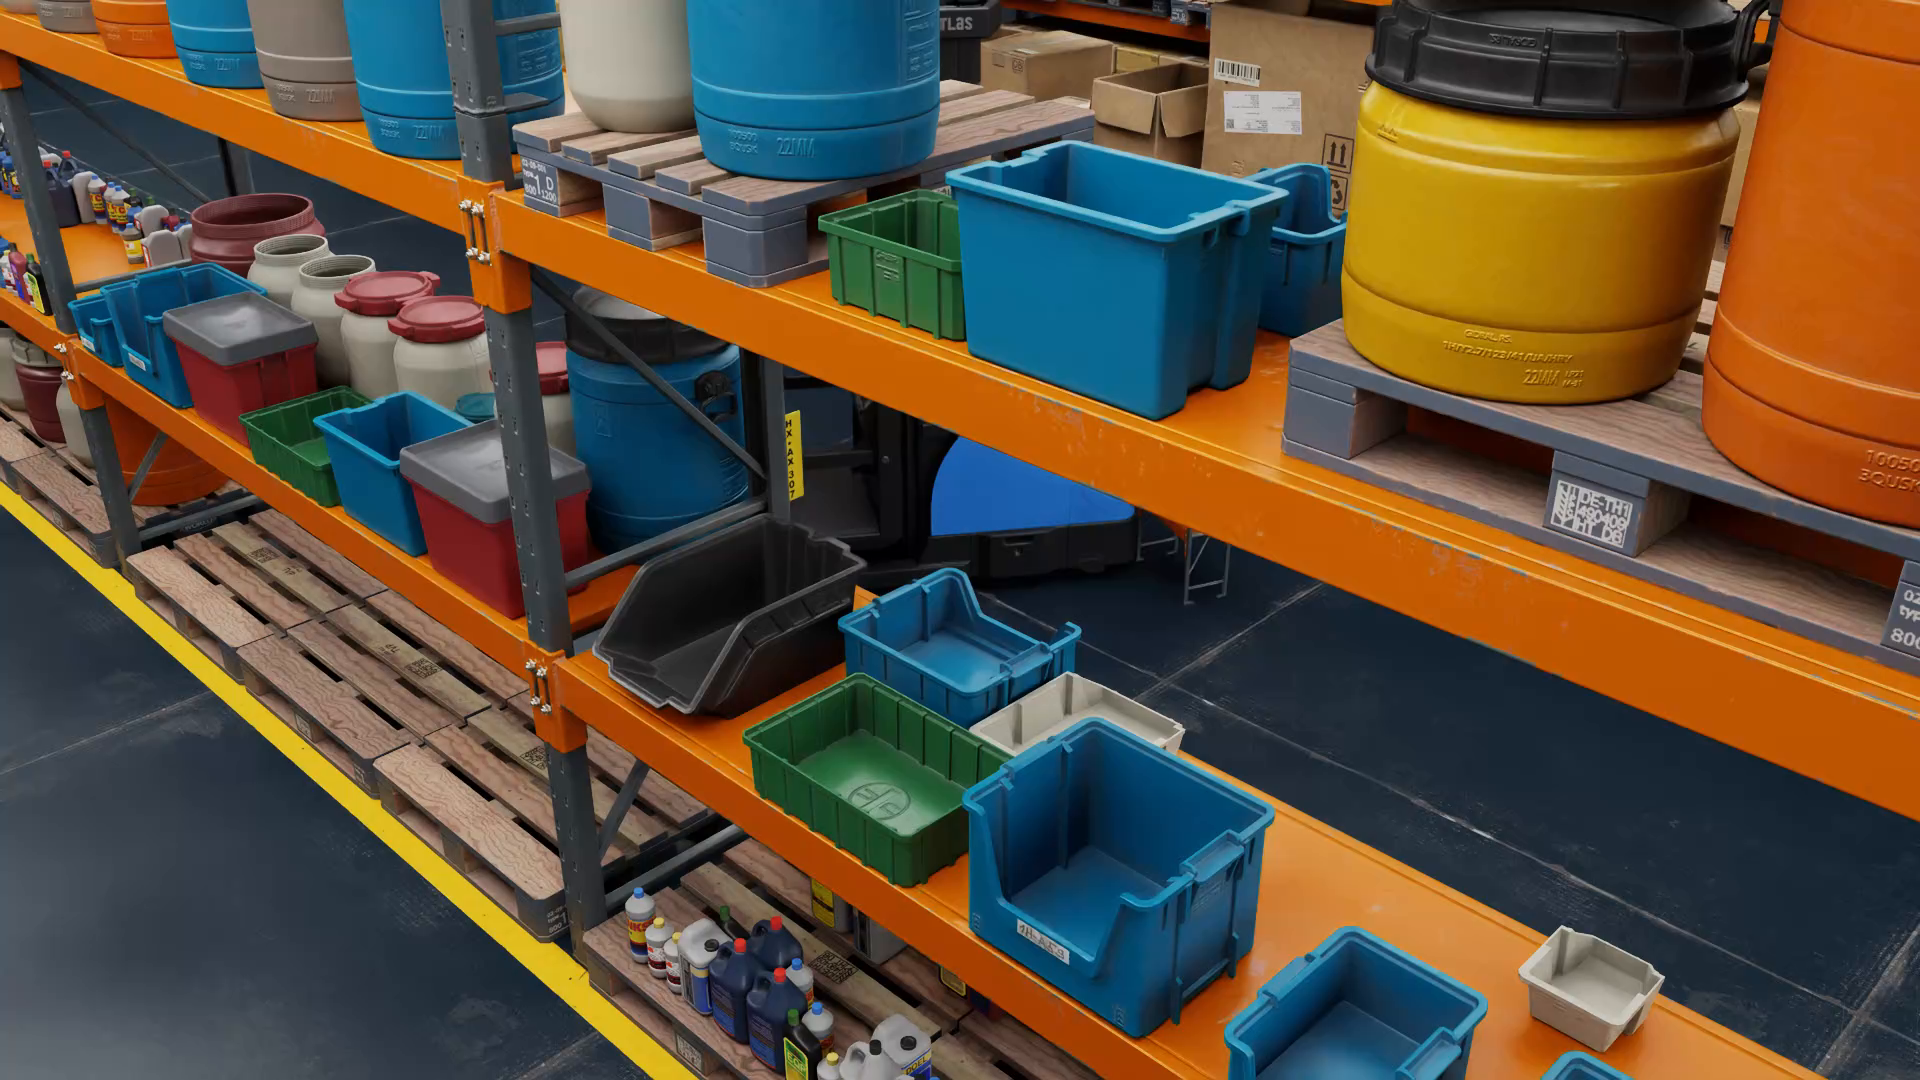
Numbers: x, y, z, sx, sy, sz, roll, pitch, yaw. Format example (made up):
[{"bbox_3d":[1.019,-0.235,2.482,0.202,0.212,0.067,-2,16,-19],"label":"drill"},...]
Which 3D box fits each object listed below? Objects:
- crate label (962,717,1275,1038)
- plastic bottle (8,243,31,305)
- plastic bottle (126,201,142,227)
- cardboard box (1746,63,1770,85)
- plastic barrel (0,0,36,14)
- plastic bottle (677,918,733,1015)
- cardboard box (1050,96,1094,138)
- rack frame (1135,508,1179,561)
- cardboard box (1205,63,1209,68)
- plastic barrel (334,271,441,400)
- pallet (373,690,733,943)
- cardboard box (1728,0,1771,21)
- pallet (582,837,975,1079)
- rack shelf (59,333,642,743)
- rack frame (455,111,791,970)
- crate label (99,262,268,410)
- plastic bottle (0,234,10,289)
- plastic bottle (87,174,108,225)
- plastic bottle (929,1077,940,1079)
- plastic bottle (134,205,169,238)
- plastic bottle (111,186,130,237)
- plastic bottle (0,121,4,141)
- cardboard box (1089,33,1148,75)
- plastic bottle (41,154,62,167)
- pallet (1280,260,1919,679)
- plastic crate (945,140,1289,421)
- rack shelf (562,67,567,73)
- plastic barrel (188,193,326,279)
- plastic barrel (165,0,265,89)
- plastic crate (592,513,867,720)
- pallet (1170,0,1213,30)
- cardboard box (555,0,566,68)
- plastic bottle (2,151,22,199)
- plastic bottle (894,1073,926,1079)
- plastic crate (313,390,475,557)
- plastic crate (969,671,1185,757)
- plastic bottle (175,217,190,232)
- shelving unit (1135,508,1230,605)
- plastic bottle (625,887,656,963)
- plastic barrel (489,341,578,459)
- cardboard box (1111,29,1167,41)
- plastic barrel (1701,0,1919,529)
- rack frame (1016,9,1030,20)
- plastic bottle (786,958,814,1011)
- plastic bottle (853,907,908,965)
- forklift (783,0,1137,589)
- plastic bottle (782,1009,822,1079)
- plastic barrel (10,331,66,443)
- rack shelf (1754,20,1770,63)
[{"bbox_3d":[0.368,0.793,3.980,0.616,0.435,0.502,25,36,38],"label":"crate label"},{"bbox_3d":[-4.587,-1.305,8.133,0.133,0.283,0.061,25,36,38],"label":"plastic bottle"},{"bbox_3d":[-4.353,-1.660,8.822,0.097,0.271,0.097,0,28,0],"label":"plastic bottle"},{"bbox_3d":[3.717,-1.866,7.574,0.500,0.500,0.500,25,36,38],"label":"cardboard box"},{"bbox_3d":[-3.828,-2.465,6.871,0.421,0.512,0.421,0,28,0],"label":"plastic barrel"},{"bbox_3d":[-0.813,1.371,5.373,0.152,0.276,0.135,-24,36,-37],"label":"plastic bottle"},{"bbox_3d":[0.672,-2.431,9.859,0.500,0.250,0.500,23,36,37],"label":"cardboard box"},{"bbox_3d":[1.015,-0.448,8.313,0.240,1.200,0.015,-11,30,-20],"label":"rack frame"},{"bbox_3d":[2.516,-4.095,14.743,0.500,0.250,0.500,24,36,37],"label":"cardboard box"},{"bbox_3d":[-2.343,-0.811,6.923,0.433,0.535,0.433,0,28,0],"label":"plastic barrel"},{"bbox_3d":[-1.570,1.005,6.611,1.213,0.211,1.003,25,36,38],"label":"pallet"},{"bbox_3d":[3.359,-2.322,6.881,0.500,0.250,0.500,23,35,36],"label":"cardboard box"},{"bbox_3d":[-0.533,1.482,5.705,1.213,0.211,1.003,25,36,38],"label":"pallet"},{"bbox_3d":[-2.409,-0.320,6.908,4.000,0.370,1.077,25,36,38],"label":"rack shelf"},{"bbox_3d":[-0.982,0.015,5.499,0.127,3.000,1.000,25,36,38],"label":"rack frame"},{"bbox_3d":[-3.316,-0.892,7.186,0.616,0.435,0.502,25,36,38],"label":"crate label"},{"bbox_3d":[-4.795,-1.407,8.340,0.097,0.271,0.097,0,28,0],"label":"plastic bottle"},{"bbox_3d":[-4.804,-1.906,9.290,0.097,0.271,0.097,0,28,0],"label":"plastic bottle"},{"bbox_3d":[-0.074,1.666,4.892,0.097,0.201,0.097,0,28,0],"label":"plastic bottle"},{"bbox_3d":[-4.247,-1.635,8.770,0.135,0.276,0.152,25,36,38],"label":"plastic bottle"},{"bbox_3d":[-4.570,-1.799,9.086,0.097,0.271,0.097,0,28,0],"label":"plastic bottle"},{"bbox_3d":[-5.802,-2.383,10.111,0.185,0.351,0.144,25,36,38],"label":"plastic bottle"},{"bbox_3d":[1.419,-4.594,15.693,0.500,0.250,0.500,-24,36,-37],"label":"cardboard box"},{"bbox_3d":[-5.298,-2.116,9.685,0.135,0.276,0.152,25,36,38],"label":"plastic bottle"},{"bbox_3d":[1.348,-0.227,2.938,1.213,0.211,1.003,25,36,38],"label":"pallet"},{"bbox_3d":[0.299,-0.523,3.316,0.575,0.384,0.392,25,36,38],"label":"plastic crate"},{"bbox_3d":[-1.788,-3.268,12.516,4.000,0.370,1.077,25,36,38],"label":"rack shelf"},{"bbox_3d":[-3.291,-1.300,7.853,0.708,0.536,0.600,25,36,38],"label":"plastic barrel"},{"bbox_3d":[-2.430,-2.056,5.675,0.708,0.901,0.600,25,36,38],"label":"plastic barrel"},{"bbox_3d":[-0.698,0.255,5.108,0.504,0.338,0.767,25,36,38],"label":"plastic crate"},{"bbox_3d":[2.604,-4.660,14.595,1.003,0.211,1.213,25,36,38],"label":"pallet"},{"bbox_3d":[-3.062,-4.051,13.123,0.500,0.500,0.500,25,37,39],"label":"cardboard box"},{"bbox_3d":[-5.537,-2.142,9.739,0.097,0.271,0.097,0,28,0],"label":"plastic bottle"},{"bbox_3d":[-0.127,1.654,4.754,0.144,0.351,0.185,-24,36,-37],"label":"plastic bottle"},{"bbox_3d":[-1.987,-0.235,5.991,0.575,0.384,0.392,25,36,38],"label":"plastic crate"},{"bbox_3d":[0.353,0.577,4.713,0.437,0.136,0.530,25,36,38],"label":"plastic crate"},{"bbox_3d":[-3.980,-1.529,8.573,0.097,0.271,0.097,0,28,0],"label":"plastic bottle"},{"bbox_3d":[1.109,-0.343,8.114,0.258,1.200,0.503,-11,30,-20],"label":"shelving unit"},{"bbox_3d":[-1.063,1.277,5.557,0.097,0.271,0.097,0,28,0],"label":"plastic bottle"},{"bbox_3d":[-1.511,-0.430,6.200,0.433,0.535,0.433,0,28,0],"label":"plastic barrel"},{"bbox_3d":[1.787,-4.765,16.018,0.500,0.250,0.500,23,35,36],"label":"cardboard box"},{"bbox_3d":[1.434,-0.500,2.343,0.708,0.830,0.600,25,36,38],"label":"plastic barrel"},{"bbox_3d":[0.335,-5.852,16.657,0.127,3.000,1.000,25,36,38],"label":"rack frame"},{"bbox_3d":[-0.510,1.436,5.255,0.097,0.271,0.097,0,28,0],"label":"plastic bottle"},{"bbox_3d":[-0.270,1.260,5.585,0.135,0.276,0.152,25,36,38],"label":"plastic bottle"},{"bbox_3d":[-0.677,-1.238,7.955,3.031,2.935,1.130,-5,28,-9],"label":"forklift"},{"bbox_3d":[-0.475,1.553,5.020,0.061,0.283,0.133,-23,36,-37],"label":"plastic bottle"},{"bbox_3d":[-5.001,-0.932,9.438,0.708,0.588,0.600,25,36,38],"label":"plastic barrel"},{"bbox_3d":[3.916,-1.986,6.853,4.000,0.370,1.077,25,36,38],"label":"rack shelf"}]
